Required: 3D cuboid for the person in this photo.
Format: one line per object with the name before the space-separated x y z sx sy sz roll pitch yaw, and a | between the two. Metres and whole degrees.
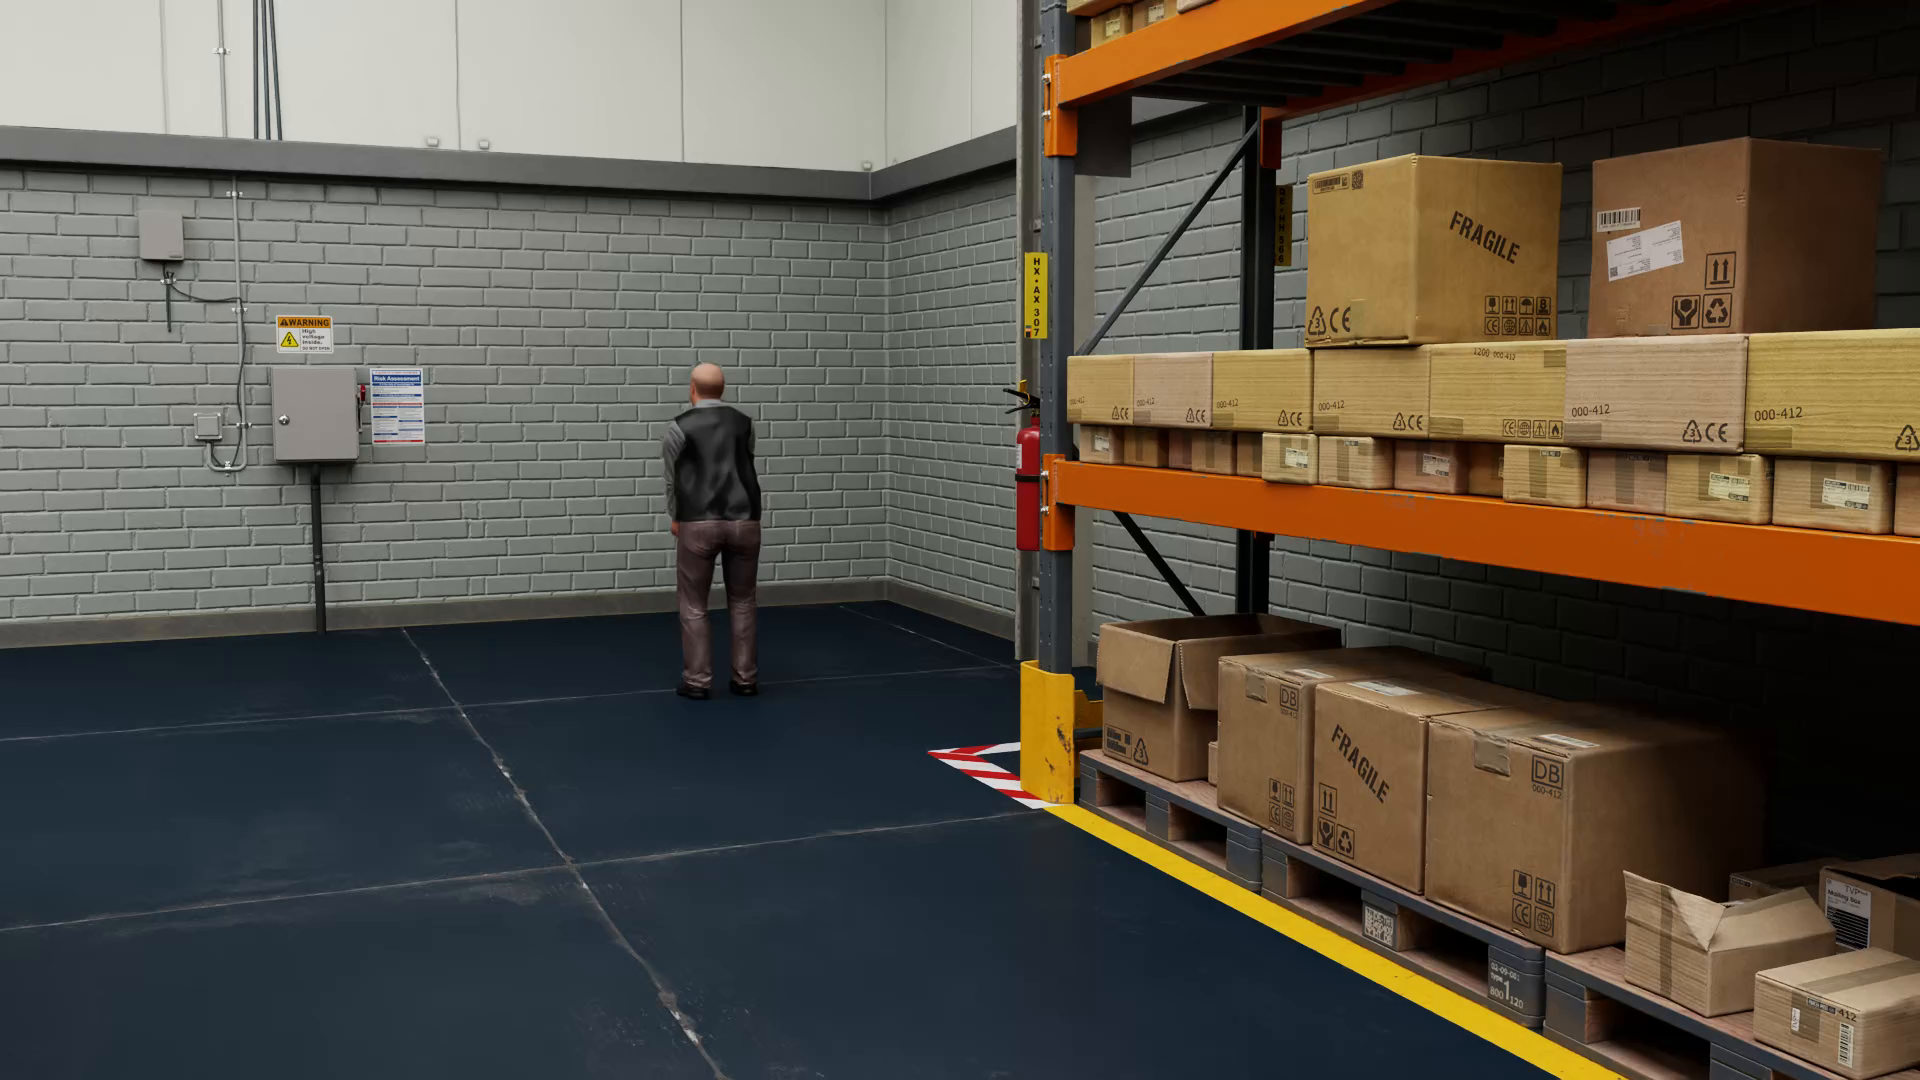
person | -1.290 -0.057 8.583 0.489 1.711 0.574 -2 6 -25
